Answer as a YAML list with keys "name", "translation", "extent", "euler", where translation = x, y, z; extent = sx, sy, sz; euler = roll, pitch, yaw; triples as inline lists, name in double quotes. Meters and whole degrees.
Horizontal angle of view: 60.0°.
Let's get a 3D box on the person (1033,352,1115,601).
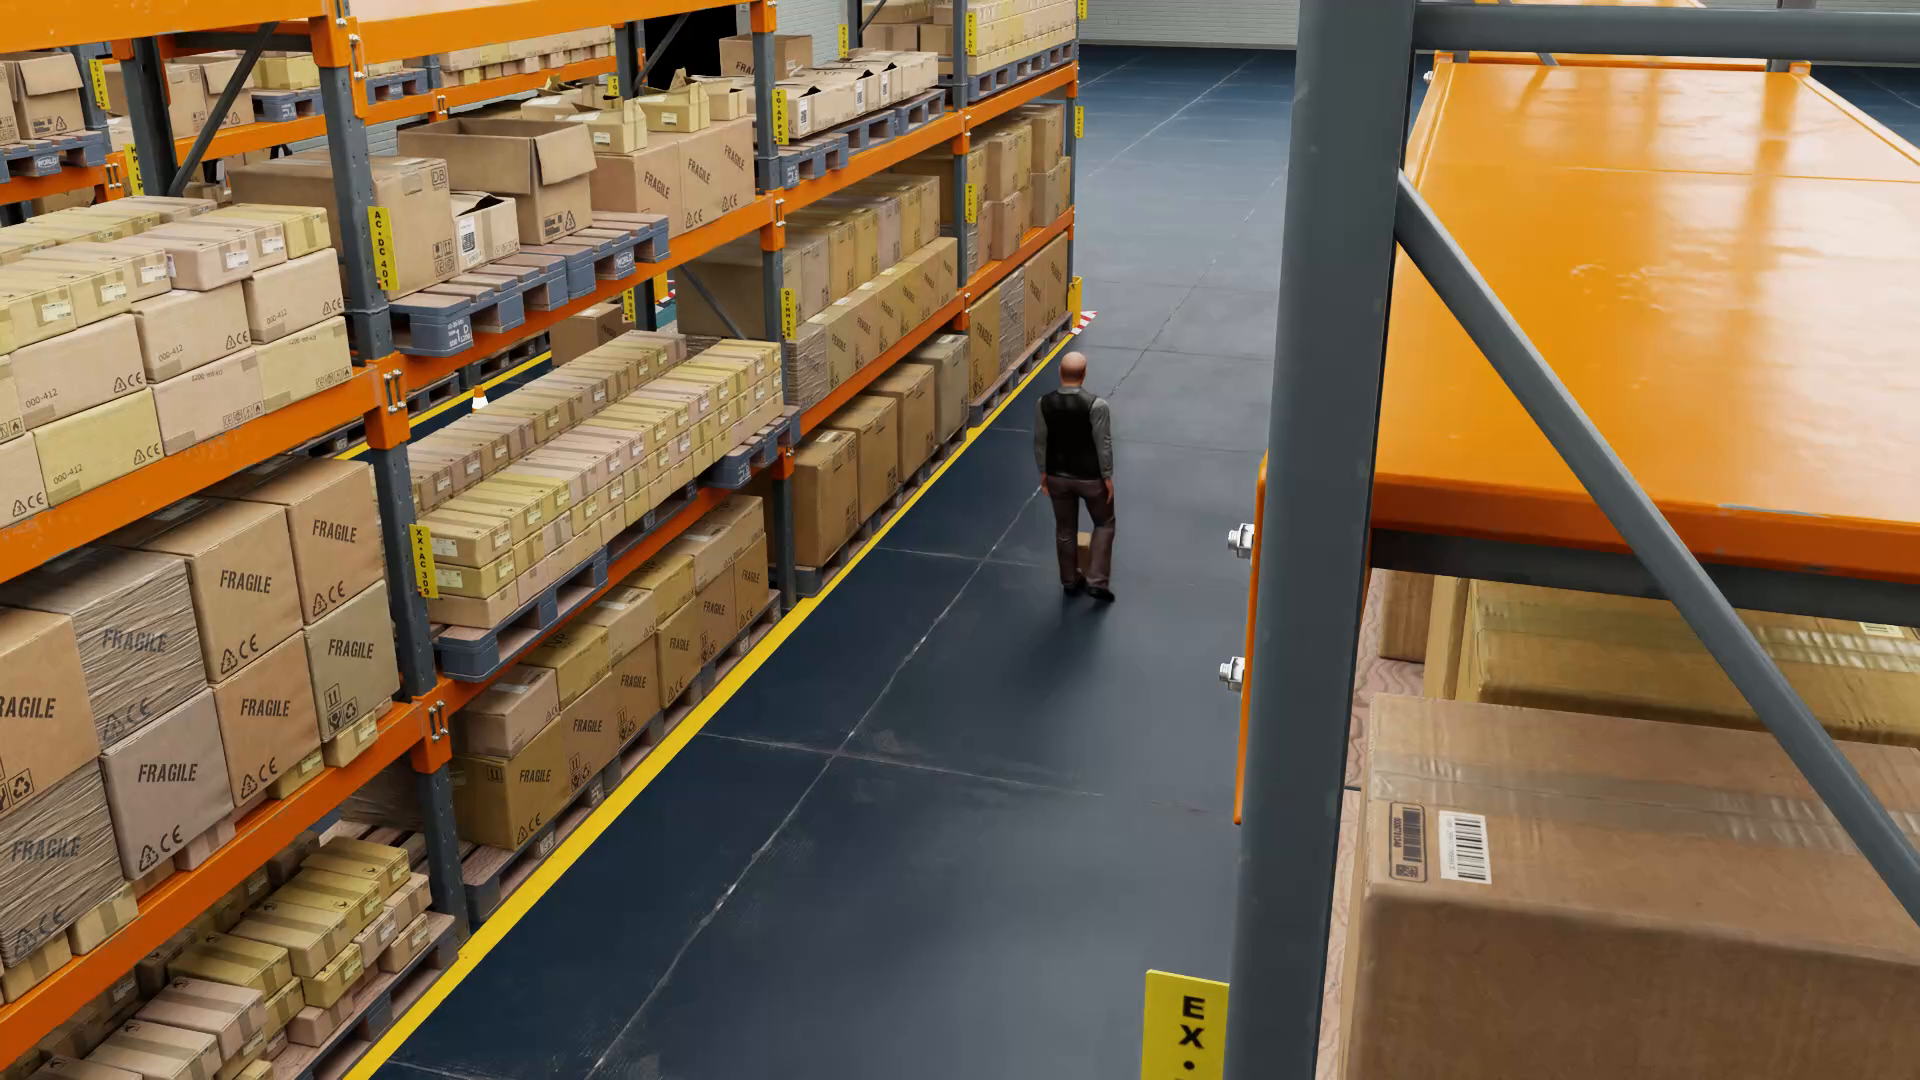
- name: "person"
  translation: [0.800, -0.420, 11.165]
  extent: [0.573, 1.751, 0.491]
  euler: [9, 23, 21]
